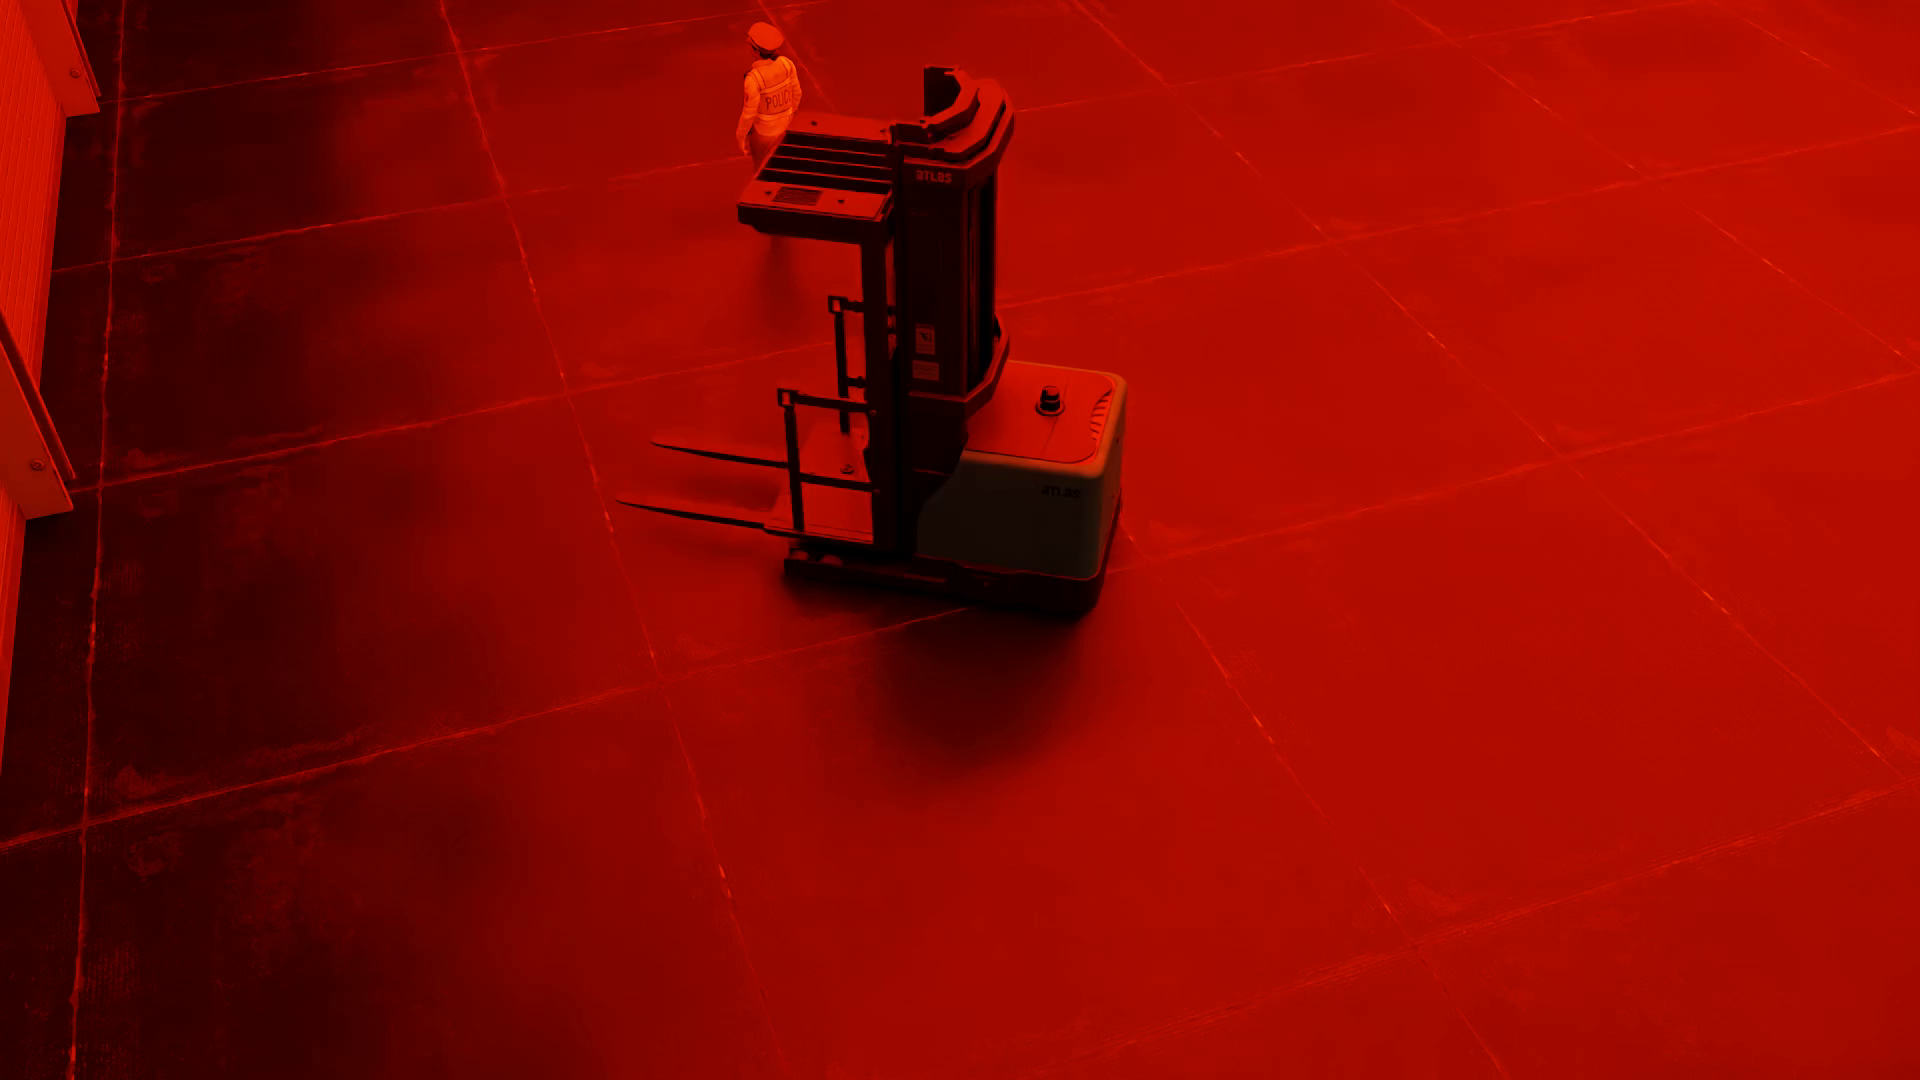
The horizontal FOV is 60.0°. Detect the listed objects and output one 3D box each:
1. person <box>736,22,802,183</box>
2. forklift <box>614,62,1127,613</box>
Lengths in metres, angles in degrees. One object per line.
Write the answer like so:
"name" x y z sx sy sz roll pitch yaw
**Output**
"person" -1.497 -3.164 12.715 0.532 1.694 0.586 33 50 33
"forklift" -0.578 -1.189 9.412 3.031 2.935 1.130 8 41 10
